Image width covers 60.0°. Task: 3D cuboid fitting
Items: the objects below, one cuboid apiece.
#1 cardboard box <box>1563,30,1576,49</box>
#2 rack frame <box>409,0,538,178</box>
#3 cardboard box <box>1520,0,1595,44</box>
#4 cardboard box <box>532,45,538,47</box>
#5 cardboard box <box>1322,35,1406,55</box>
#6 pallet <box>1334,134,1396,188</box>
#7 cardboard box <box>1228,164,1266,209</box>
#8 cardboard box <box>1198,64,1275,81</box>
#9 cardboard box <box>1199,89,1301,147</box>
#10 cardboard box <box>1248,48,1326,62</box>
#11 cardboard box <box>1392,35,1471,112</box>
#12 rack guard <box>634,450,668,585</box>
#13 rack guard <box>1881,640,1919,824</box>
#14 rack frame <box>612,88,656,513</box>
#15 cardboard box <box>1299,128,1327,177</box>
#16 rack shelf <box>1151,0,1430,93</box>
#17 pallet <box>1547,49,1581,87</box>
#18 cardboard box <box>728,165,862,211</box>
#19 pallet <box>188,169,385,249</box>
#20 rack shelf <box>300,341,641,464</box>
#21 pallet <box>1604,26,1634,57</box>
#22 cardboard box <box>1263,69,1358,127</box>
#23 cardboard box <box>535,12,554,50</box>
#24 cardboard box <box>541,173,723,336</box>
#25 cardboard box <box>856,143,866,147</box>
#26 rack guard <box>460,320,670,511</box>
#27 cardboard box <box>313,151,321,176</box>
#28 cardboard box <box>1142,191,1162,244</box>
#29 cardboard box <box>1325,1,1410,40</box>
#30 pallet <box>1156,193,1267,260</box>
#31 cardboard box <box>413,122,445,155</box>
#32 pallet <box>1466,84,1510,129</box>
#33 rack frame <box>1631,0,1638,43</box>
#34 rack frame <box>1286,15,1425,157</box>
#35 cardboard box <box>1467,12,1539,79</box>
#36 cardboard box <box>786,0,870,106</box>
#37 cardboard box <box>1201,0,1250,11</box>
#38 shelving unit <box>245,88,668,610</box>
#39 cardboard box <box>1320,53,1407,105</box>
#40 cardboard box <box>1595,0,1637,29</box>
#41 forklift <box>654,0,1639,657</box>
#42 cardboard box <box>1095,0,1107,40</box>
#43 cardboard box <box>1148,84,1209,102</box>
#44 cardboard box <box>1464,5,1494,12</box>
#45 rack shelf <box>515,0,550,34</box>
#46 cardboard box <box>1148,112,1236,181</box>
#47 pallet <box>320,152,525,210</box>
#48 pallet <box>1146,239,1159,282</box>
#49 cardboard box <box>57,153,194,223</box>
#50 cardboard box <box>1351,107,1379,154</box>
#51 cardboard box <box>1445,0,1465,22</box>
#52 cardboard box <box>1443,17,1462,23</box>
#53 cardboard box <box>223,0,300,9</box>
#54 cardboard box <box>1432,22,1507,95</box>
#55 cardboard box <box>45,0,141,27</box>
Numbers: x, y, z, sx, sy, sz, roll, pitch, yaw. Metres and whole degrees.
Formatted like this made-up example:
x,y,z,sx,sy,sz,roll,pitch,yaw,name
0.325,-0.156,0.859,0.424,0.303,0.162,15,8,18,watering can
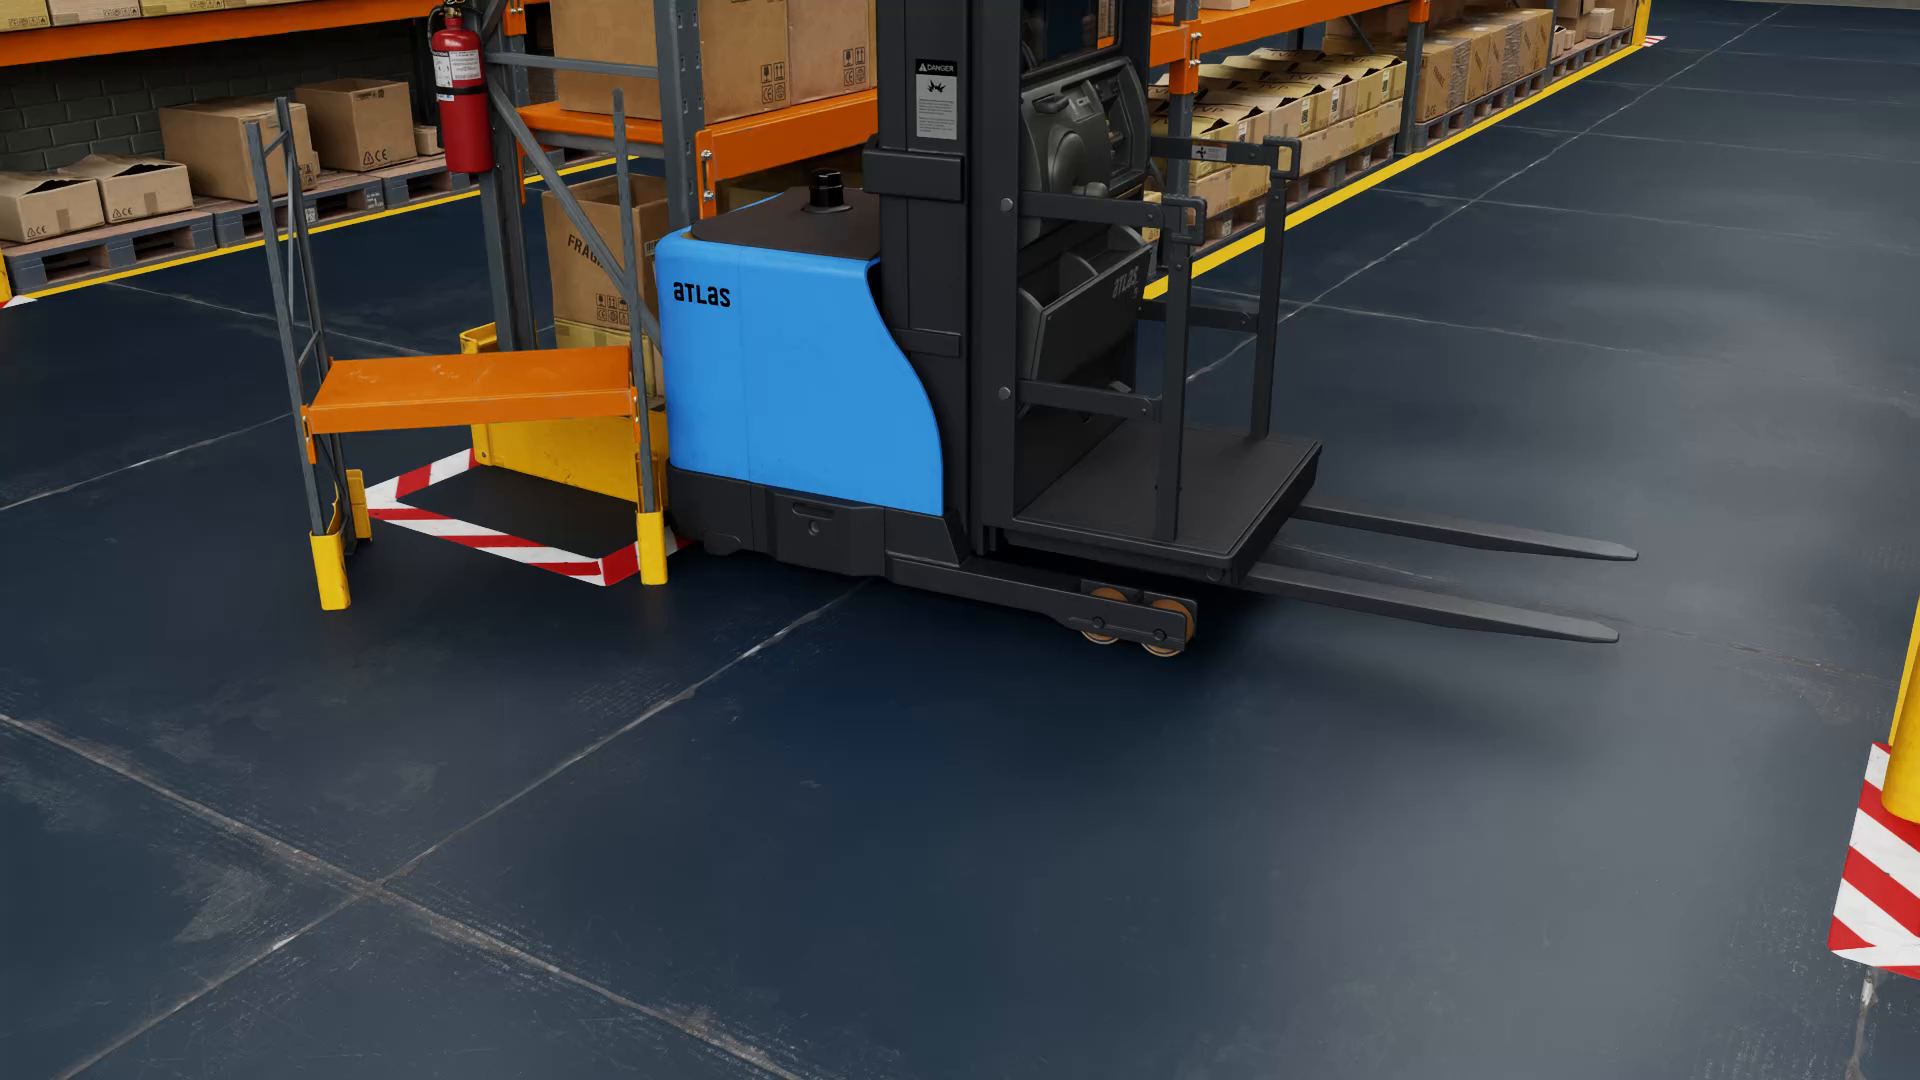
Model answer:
x,y,z,sx,sy,sz,roll,pitch,yaw,name
5.868,-4.974,16.477,0.380,0.166,0.250,14,27,29,cardboard box
-3.415,-4.019,11.257,1.000,3.000,0.127,14,27,29,rack frame
6.002,-5.373,16.975,0.797,0.503,0.637,14,27,29,cardboard box
-2.811,-3.510,12.676,0.700,0.500,0.500,13,27,28,cardboard box
3.199,-3.752,13.233,0.500,0.500,0.500,15,28,31,cardboard box
2.438,-2.783,11.912,1.003,0.211,1.213,14,27,29,pallet
1.489,-2.169,9.918,0.500,0.250,0.500,15,27,30,cardboard box
1.838,-3.054,11.256,0.500,0.311,0.500,13,27,28,cardboard box
1.765,-2.600,10.207,0.500,0.311,0.500,13,27,27,cardboard box
2.379,-3.405,12.066,0.500,0.311,0.500,15,28,31,cardboard box
3.659,-3.658,13.018,0.500,0.500,0.500,13,27,27,cardboard box
-1.048,-0.084,5.629,0.087,0.250,0.587,-4,24,-10,rack guard
2.891,0.519,3.922,1.175,0.500,0.348,14,27,29,rack guard
-1.047,-0.658,5.381,0.032,1.500,0.500,-4,24,-10,rack frame
2.029,-2.516,10.719,0.500,0.250,0.500,14,27,30,cardboard box
1.850,-3.327,10.565,1.077,0.370,4.000,14,27,29,rack shelf
5.378,-4.634,16.188,1.003,0.211,1.213,14,27,29,pallet
-0.581,-1.210,6.759,0.500,0.500,0.500,14,27,29,cardboard box
-4.382,-2.092,10.316,1.003,0.211,1.213,14,27,29,pallet
-1.546,-0.455,5.365,1.000,0.185,0.538,-4,24,-10,rack shelf
6.665,-5.457,18.091,1.003,0.211,1.213,14,27,29,pallet
2.301,-2.945,11.004,0.500,0.311,0.500,14,27,29,cardboard box
-2.812,-3.819,12.445,0.500,0.250,0.500,13,27,28,cardboard box
-1.285,-1.150,6.620,0.500,0.500,0.500,14,27,29,cardboard box
-0.505,-1.659,7.796,0.500,0.500,0.500,14,27,29,cardboard box
-1.328,-0.477,6.222,1.175,0.500,0.348,14,27,29,rack guard
-4.276,-2.377,10.499,0.380,0.149,0.250,12,26,25,cardboard box
0.736,-1.710,8.858,0.500,0.250,0.500,14,27,29,cardboard box
3.225,-4.116,13.130,0.500,0.250,0.500,15,28,31,cardboard box
1.151,-1.959,10.010,1.003,0.211,1.213,14,27,29,pallet
-3.672,-2.734,11.301,0.380,0.166,0.250,10,25,22,cardboard box
3.975,-3.706,14.046,1.003,0.211,1.213,14,27,29,pallet
7.125,-7.032,18.218,1.000,3.000,0.127,14,27,29,rack frame
2.905,-4.332,11.981,1.000,3.000,0.127,14,27,29,rack frame
4.730,-4.345,14.604,0.500,0.500,0.500,14,27,29,cardboard box
-0.785,-2.011,6.493,0.700,0.500,0.500,15,27,30,cardboard box
1.436,-3.123,9.504,0.380,0.149,0.250,14,27,29,cardboard box
-1.537,-0.621,5.295,1.083,1.500,0.587,-4,24,-10,shelving unit
2.838,-3.292,11.805,0.500,0.311,0.500,15,27,30,cardboard box
7.047,-5.852,18.084,0.500,0.500,0.500,14,27,29,cardboard box
0.570,-1.239,4.922,3.031,2.935,1.130,11,26,23,forklift
0.294,-2.697,8.079,0.700,0.500,0.500,14,27,28,cardboard box
1.299,-2.712,10.465,0.500,0.311,0.500,14,27,29,cardboard box
4.553,-4.625,15.249,0.500,0.500,0.500,13,26,27,cardboard box
-2.360,-4.364,12.960,1.077,0.370,4.000,14,27,29,rack shelf
1.225,-2.257,9.415,0.500,0.311,0.500,14,27,29,cardboard box
-3.740,-2.505,11.271,1.003,0.211,1.213,14,27,29,pallet
0.340,-1.443,8.817,1.003,0.211,1.213,14,27,29,pallet
-4.783,-2.044,9.526,0.500,0.311,0.500,16,28,33,cardboard box
2.566,-2.859,11.512,0.500,0.250,0.500,14,27,28,cardboard box
4.025,-4.631,14.321,0.500,0.250,0.500,14,27,29,cardboard box
4.011,-4.275,14.442,0.500,0.500,0.500,14,27,30,cardboard box
-4.194,-3.226,9.590,0.500,0.250,0.500,14,27,29,cardboard box
4.199,-4.004,13.816,0.500,0.500,0.500,13,27,27,cardboard box
-4.736,-2.885,8.803,0.500,0.250,0.500,13,27,27,cardboard box
